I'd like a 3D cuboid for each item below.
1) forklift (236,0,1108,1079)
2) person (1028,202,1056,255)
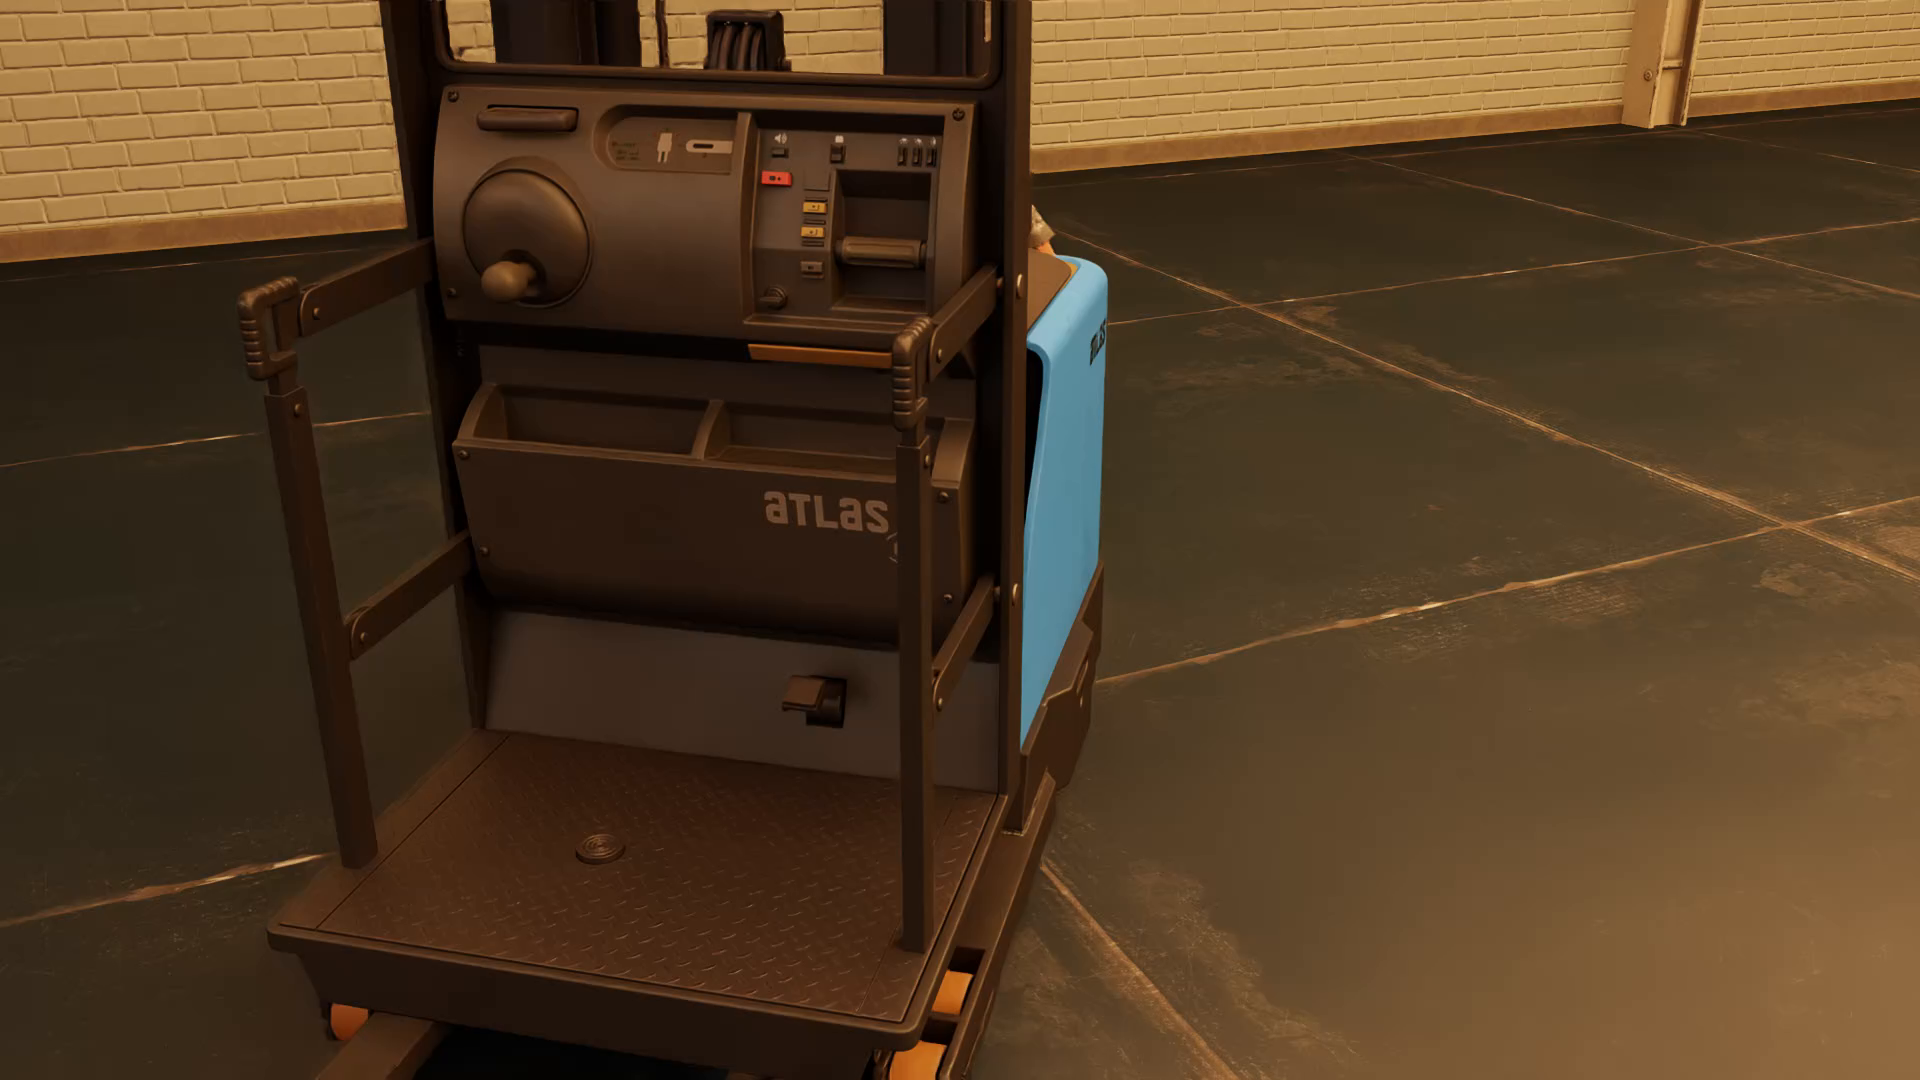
[{"bbox_3d":[-0.484,-0.526,2.553,1.130,2.935,3.031,5,23,13],"label":"forklift"},{"bbox_3d":[0.079,-0.796,4.838,0.496,1.711,0.712,-12,25,-26],"label":"person"}]
